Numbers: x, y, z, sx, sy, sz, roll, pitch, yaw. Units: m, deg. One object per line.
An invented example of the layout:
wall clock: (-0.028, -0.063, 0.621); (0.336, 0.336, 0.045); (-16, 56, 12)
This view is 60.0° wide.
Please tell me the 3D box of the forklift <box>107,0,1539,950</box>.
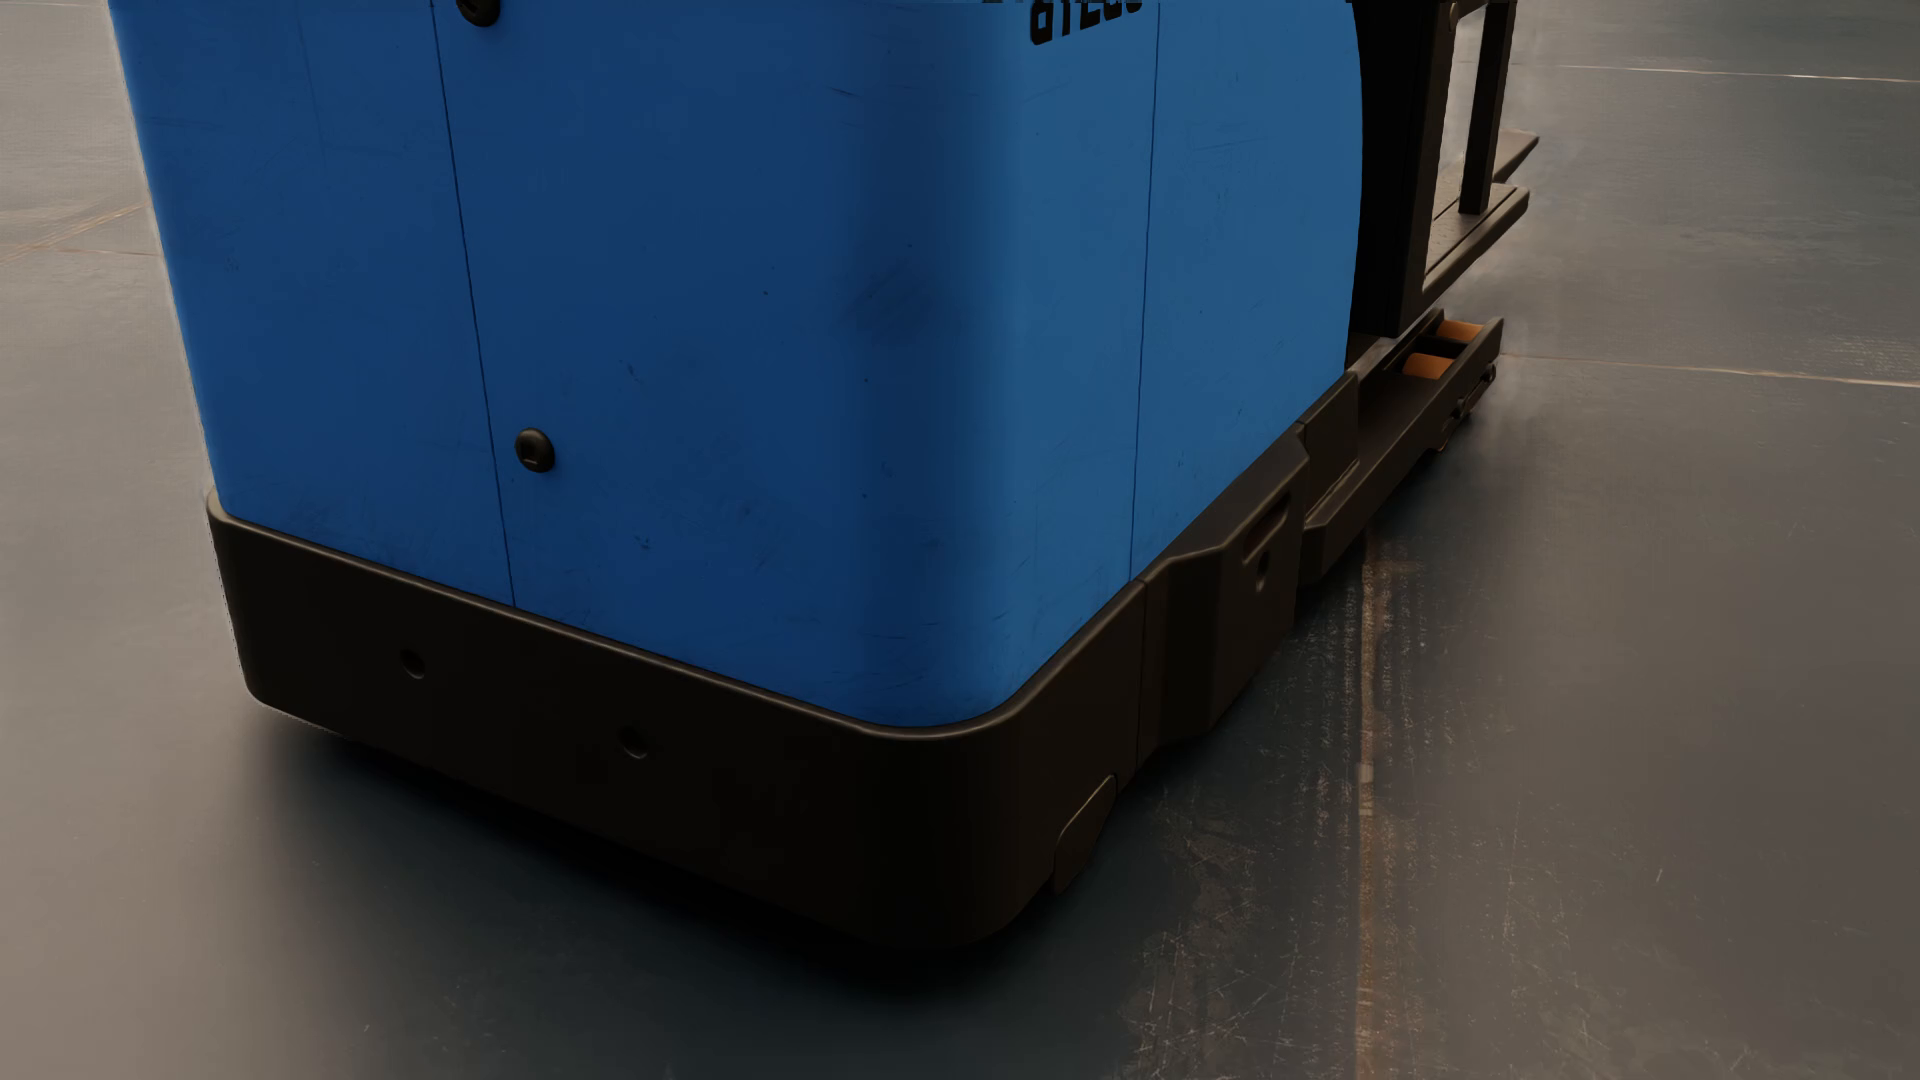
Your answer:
forklift: (0.303, -1.547, 2.313); (1.130, 2.935, 3.031); (15, 30, 26)
